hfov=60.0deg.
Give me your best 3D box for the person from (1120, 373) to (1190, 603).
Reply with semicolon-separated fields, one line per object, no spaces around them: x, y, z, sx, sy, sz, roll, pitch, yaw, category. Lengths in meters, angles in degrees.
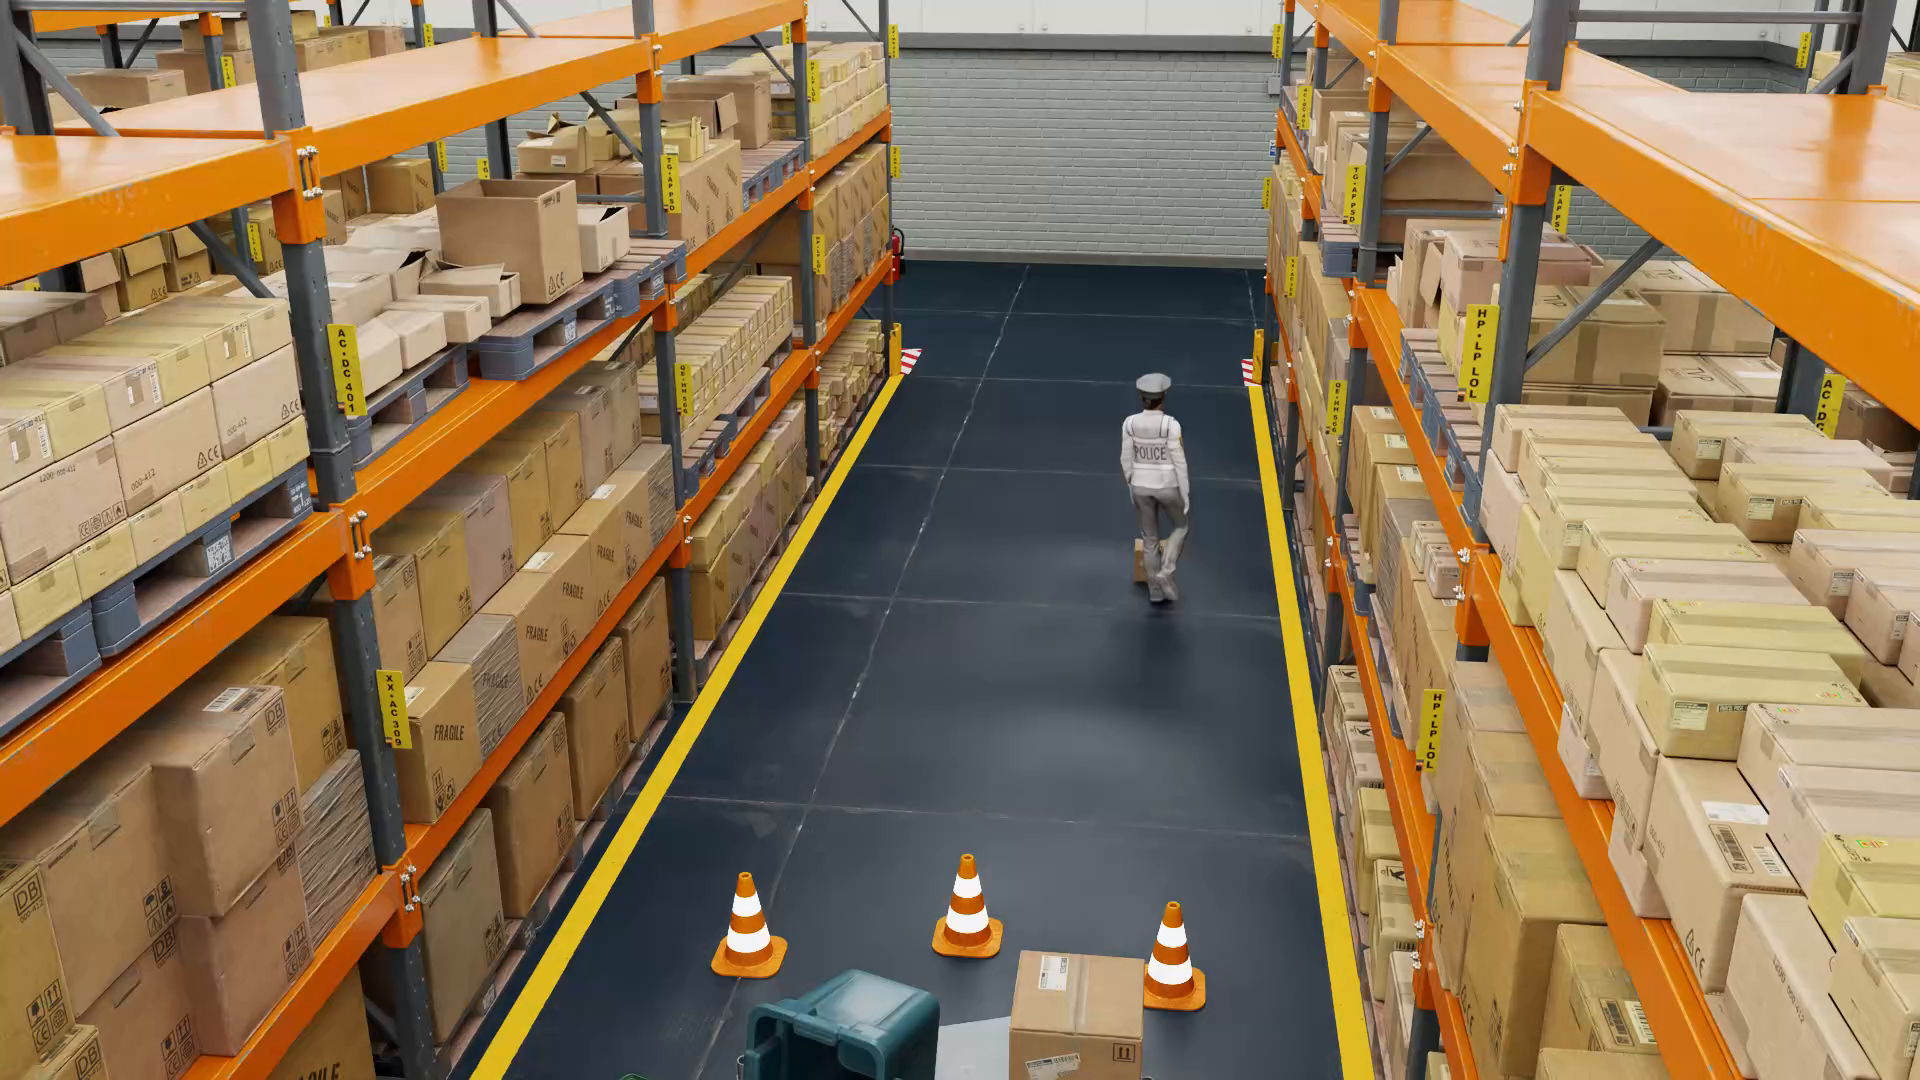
1.395;-0.354;11.914;0.538;1.675;0.459;9;23;22;person
